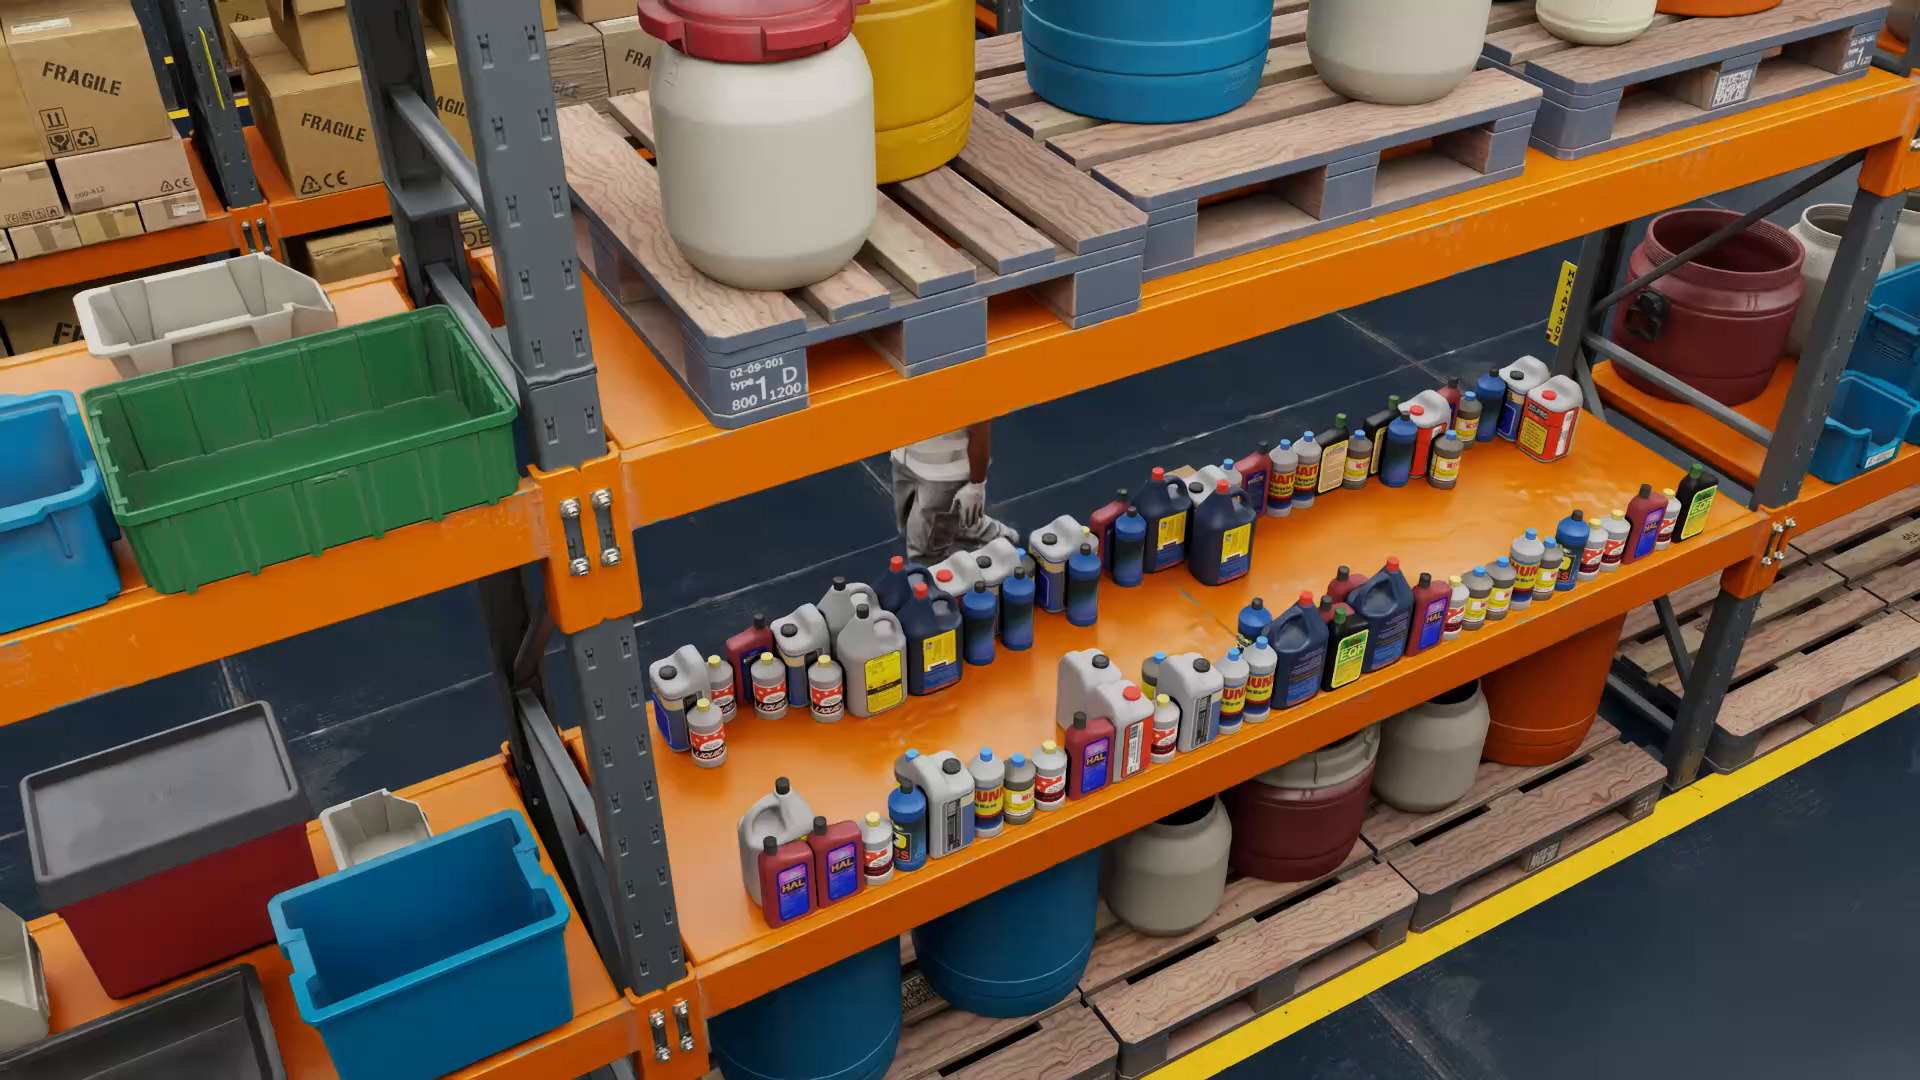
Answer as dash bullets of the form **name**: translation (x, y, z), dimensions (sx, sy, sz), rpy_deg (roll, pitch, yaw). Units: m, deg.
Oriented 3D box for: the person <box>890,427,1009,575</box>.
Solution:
- **person**: translation (-0.010, -0.383, 6.581), dimensions (0.607, 1.712, 0.561), rpy_deg (-22, 42, -27)
